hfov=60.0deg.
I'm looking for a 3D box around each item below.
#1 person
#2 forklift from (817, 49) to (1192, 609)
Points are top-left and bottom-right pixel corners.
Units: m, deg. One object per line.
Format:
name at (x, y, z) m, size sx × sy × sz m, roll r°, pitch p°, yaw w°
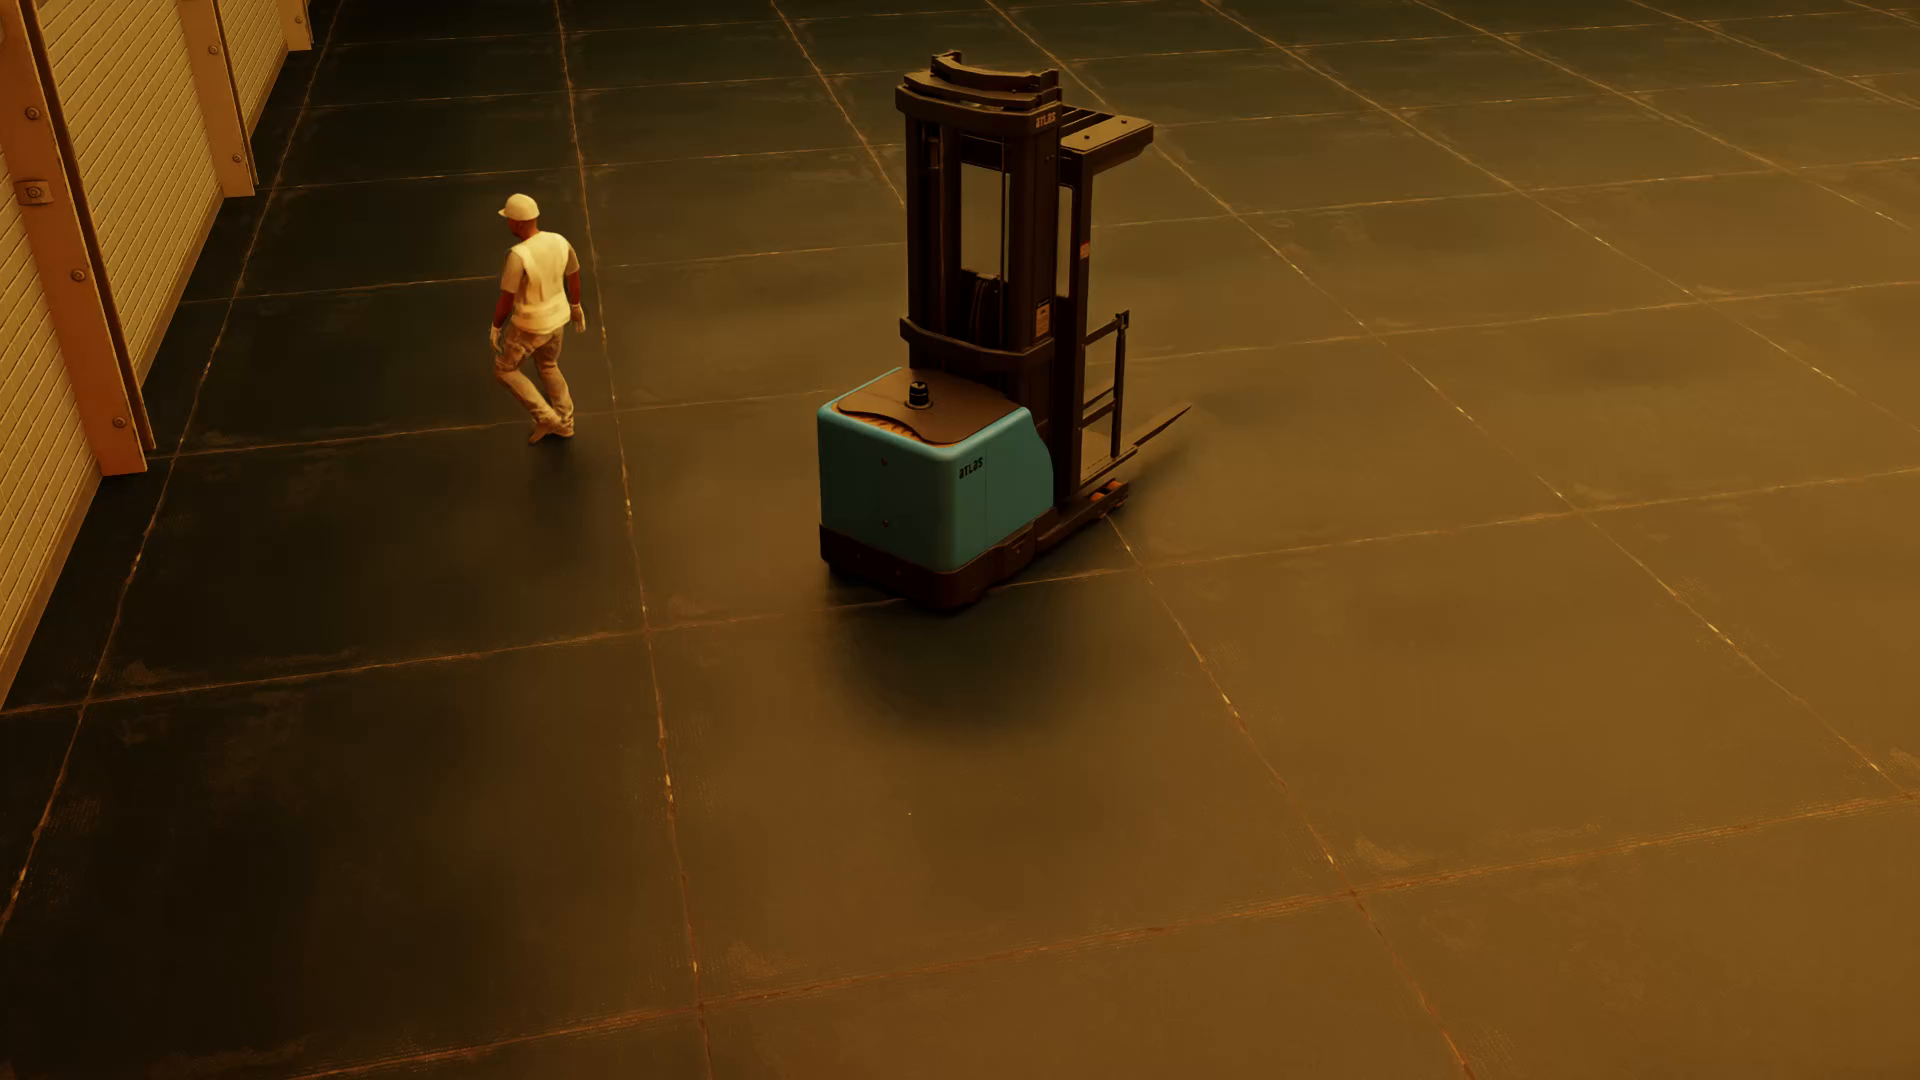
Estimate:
person at (-2.911, -1.494, 11.321) m, size 0.467 × 1.764 × 0.731 m, roll 13°, pitch 33°, yaw 22°
forklift at (0.447, -1.544, 10.242) m, size 1.130 × 2.935 × 3.031 m, roll 21°, pitch 36°, yaw 32°
